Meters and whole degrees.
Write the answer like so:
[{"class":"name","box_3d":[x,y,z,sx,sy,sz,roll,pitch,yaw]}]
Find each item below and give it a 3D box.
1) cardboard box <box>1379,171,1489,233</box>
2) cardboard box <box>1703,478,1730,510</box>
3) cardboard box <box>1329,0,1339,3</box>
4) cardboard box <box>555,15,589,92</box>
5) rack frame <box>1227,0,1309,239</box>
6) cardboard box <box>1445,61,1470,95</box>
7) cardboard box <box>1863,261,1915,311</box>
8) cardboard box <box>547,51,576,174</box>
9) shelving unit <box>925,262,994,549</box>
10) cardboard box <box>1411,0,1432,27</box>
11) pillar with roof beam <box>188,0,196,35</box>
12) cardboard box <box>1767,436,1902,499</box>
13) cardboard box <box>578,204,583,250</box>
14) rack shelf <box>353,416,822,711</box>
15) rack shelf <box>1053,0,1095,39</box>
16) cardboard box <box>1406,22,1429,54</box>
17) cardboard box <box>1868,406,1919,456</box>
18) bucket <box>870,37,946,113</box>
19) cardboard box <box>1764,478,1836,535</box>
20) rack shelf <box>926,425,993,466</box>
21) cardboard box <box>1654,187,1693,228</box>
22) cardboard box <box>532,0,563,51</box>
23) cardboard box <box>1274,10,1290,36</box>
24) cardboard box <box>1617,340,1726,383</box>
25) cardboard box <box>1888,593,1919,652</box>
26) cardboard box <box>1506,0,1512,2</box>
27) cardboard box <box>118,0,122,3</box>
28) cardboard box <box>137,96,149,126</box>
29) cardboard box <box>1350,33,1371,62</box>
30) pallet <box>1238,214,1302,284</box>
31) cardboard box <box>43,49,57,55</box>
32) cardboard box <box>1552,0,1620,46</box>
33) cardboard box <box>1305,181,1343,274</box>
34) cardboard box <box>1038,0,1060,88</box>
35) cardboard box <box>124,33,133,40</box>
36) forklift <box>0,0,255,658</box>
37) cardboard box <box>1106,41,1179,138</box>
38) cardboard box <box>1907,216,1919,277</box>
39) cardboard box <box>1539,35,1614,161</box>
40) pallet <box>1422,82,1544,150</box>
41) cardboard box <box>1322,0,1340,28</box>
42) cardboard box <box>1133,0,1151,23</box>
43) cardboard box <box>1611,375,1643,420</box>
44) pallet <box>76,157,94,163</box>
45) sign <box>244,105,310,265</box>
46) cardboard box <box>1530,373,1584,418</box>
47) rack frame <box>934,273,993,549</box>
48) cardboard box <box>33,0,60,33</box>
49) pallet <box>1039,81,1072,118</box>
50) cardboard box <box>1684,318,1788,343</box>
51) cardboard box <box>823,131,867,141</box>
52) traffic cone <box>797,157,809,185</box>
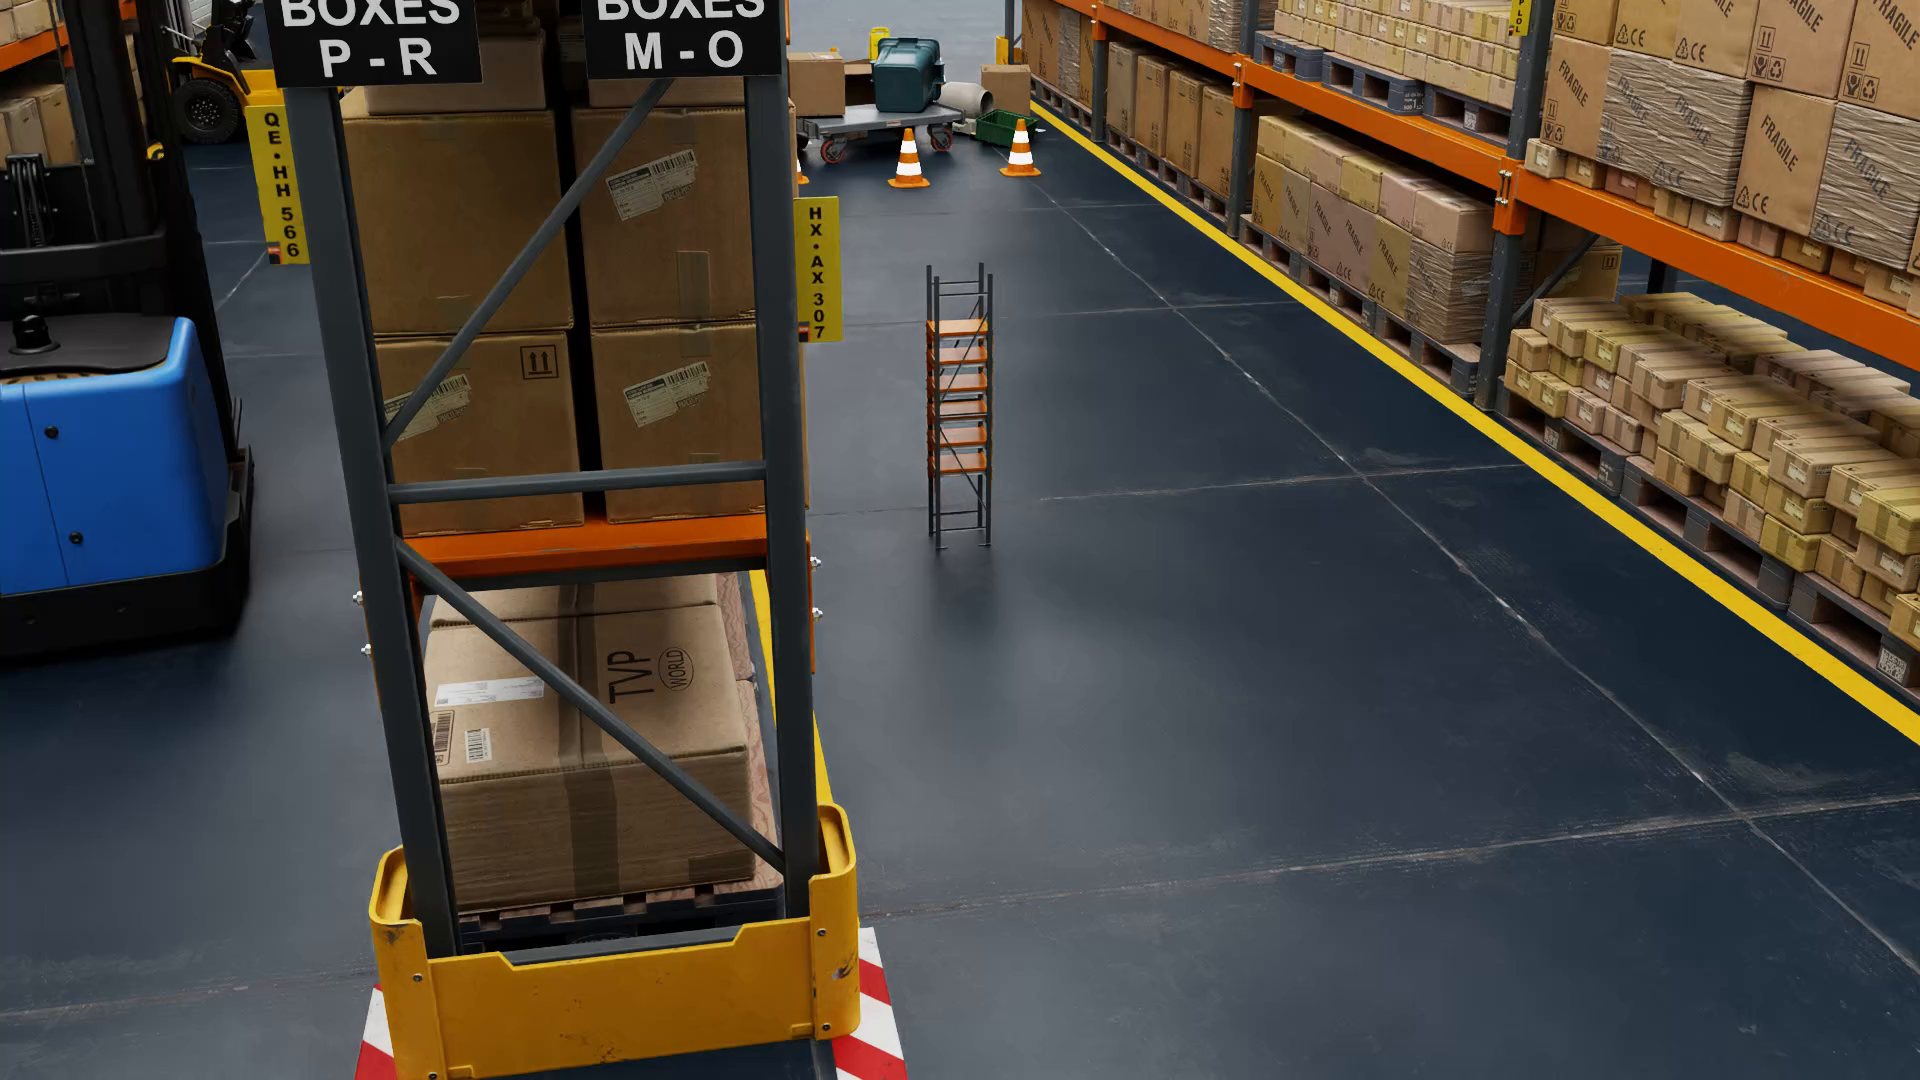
[{"class":"cardboard box","box_3d":[2.777,-1.973,9.681,0.500,0.250,0.500,-3,24,-7]},{"class":"cardboard box","box_3d":[3.401,-0.219,7.040,0.380,0.149,0.250,-4,24,-8]},{"class":"cardboard box","box_3d":[2.543,-3.525,10.620,0.380,0.149,0.250,-5,24,-12]},{"class":"cardboard box","box_3d":[-0.773,-1.185,4.030,0.380,0.149,0.250,-4,24,-8]},{"class":"rack frame","box_3d":[2.506,-3.678,11.924,1.000,3.000,0.127,-4,24,-10]},{"class":"cardboard box","box_3d":[2.885,-2.524,9.070,0.380,0.149,0.250,-4,24,-10]},{"class":"cardboard box","box_3d":[3.487,-0.926,5.937,0.380,0.149,0.250,-5,24,-12]},{"class":"cardboard box","box_3d":[-1.398,-1.200,4.875,0.500,0.500,0.500,-4,24,-10]},{"class":"shelving unit","box_3d":[-0.003,-0.556,7.023,0.258,1.200,0.189,-4,24,-10]},{"class":"cardboard box","box_3d":[2.792,-3.006,9.430,0.380,0.149,0.250,-5,24,-11]},{"class":"pillar with roof beam","box_3d":[-6.333,-11.137,21.507,9.100,9.000,0.400,-4,24,-10]},{"class":"cardboard box","box_3d":[3.385,-0.283,6.444,0.380,0.149,0.250,-3,24,-8]},{"class":"cardboard box","box_3d":[-1.393,-0.741,5.075,0.500,0.500,0.500,-4,24,-8]},{"class":"rack shelf","box_3d":[-1.231,-0.582,5.734,1.077,0.370,4.000,-4,24,-10]},{"class":"rack shelf","box_3d":[1.396,-5.708,17.471,1.077,0.370,4.000,-4,24,-10]},{"class":"cardboard box","box_3d":[2.783,-2.871,9.494,0.380,0.149,0.250,-6,24,-12]},{"class":"cardboard box","box_3d":[3.959,-0.437,6.798,0.380,0.149,0.250,-4,24,-9]},{"class":"bucket","box_3d":[-0.525,-4.331,15.609,0.726,0.611,0.620,4,34,9]},{"class":"cardboard box","box_3d":[3.401,-0.147,6.505,0.380,0.149,0.250,-4,24,-9]},{"class":"rack shelf","box_3d":[-0.003,-0.405,7.089,0.258,0.103,0.180,-4,24,-10]},{"class":"cardboard box","box_3d":[3.225,-1.446,7.126,0.380,0.149,0.250,-4,24,-9]},{"class":"cardboard box","box_3d":[-1.310,-1.457,4.653,0.380,0.149,0.250,-5,24,-10]},{"class":"cardboard box","box_3d":[2.390,-3.565,11.453,0.380,0.149,0.250,-5,24,-10]},{"class":"cardboard box","box_3d":[3.264,-0.803,7.635,0.380,0.149,0.250,-5,24,-11]},{"class":"cardboard box","box_3d":[3.536,0.297,5.859,0.380,0.149,0.250,-4,24,-8]},{"class":"cardboard box","box_3d":[3.385,-3.152,9.766,0.380,0.149,0.250,-3,24,-8]},{"class":"cardboard box","box_3d":[-7.990,-5.119,15.098,0.500,0.500,0.500,-5,24,-10]},{"class":"cardboard box","box_3d":[-7.941,-4.023,15.625,0.500,0.250,0.500,-4,24,-9]},{"class":"cardboard box","box_3d":[2.637,-3.043,10.259,0.380,0.149,0.250,-4,24,-9]},{"class":"pallet","box_3d":[2.649,-2.093,11.778,1.003,0.211,1.213,-4,24,-10]},{"class":"cardboard box","box_3d":[-8.347,-4.245,14.882,0.500,0.250,0.500,-5,24,-11]},{"class":"cardboard box","box_3d":[3.089,-2.550,7.594,0.500,0.500,0.500,-4,24,-8]},{"class":"cardboard box","box_3d":[2.582,-2.029,10.746,0.500,0.500,0.500,-5,24,-11]},{"class":"cardboard box","box_3d":[1.382,-5.436,18.078,0.875,0.875,0.875,-5,24,-11]},{"class":"cardboard box","box_3d":[-8.016,-4.684,15.889,0.500,0.250,0.500,-5,24,-11]},{"class":"forklift","box_3d":[-3.778,-1.452,6.912,1.130,2.935,3.031,-8,25,-18]},{"class":"cardboard box","box_3d":[1.969,-4.175,15.349,1.050,0.750,0.750,-4,24,-10]},{"class":"cardboard box","box_3d":[3.559,-1.074,5.465,0.500,0.500,0.500,-5,24,-11]},{"class":"cardboard box","box_3d":[3.089,-2.073,7.753,0.500,0.500,0.500,-5,24,-11]},{"class":"pallet","box_3d":[3.247,-2.328,9.073,1.003,0.211,1.213,-4,24,-10]},{"class":"cardboard box","box_3d":[2.550,-3.376,10.650,0.380,0.149,0.250,-4,24,-10]},{"class":"cardboard box","box_3d":[1.783,-4.675,14.082,0.500,0.500,0.500,-4,24,-10]},{"class":"cardboard box","box_3d":[3.261,-0.668,7.698,0.380,0.149,0.250,-6,24,-12]},{"class":"pallet","box_3d":[-7.783,-2.912,13.653,1.003,0.211,1.213,-4,24,-10]},{"class":"sign","box_3d":[-1.397,-0.730,3.431,0.100,0.325,0.005,-4,24,-10]},{"class":"cardboard box","box_3d":[3.046,-0.719,8.186,0.380,0.149,0.250,-4,24,-8]},{"class":"rack frame","box_3d":[0.014,-0.520,6.940,0.240,1.200,0.006,-4,24,-10]},{"class":"cardboard box","box_3d":[-7.607,-4.229,13.372,0.500,0.250,0.500,-4,24,-9]},{"class":"pallet","box_3d":[1.473,-4.759,17.884,1.003,0.211,1.213,-4,24,-10]},{"class":"cardboard box","box_3d":[3.706,-0.948,7.966,0.380,0.149,0.250,-5,24,-10]},{"class":"cardboard box","box_3d":[-1.121,-4.072,16.241,0.396,0.266,0.258,18,29,36]},{"class":"traffic cone","box_3d":[-1.475,-3.299,14.225,0.336,0.463,0.334,-4,24,-10]}]
